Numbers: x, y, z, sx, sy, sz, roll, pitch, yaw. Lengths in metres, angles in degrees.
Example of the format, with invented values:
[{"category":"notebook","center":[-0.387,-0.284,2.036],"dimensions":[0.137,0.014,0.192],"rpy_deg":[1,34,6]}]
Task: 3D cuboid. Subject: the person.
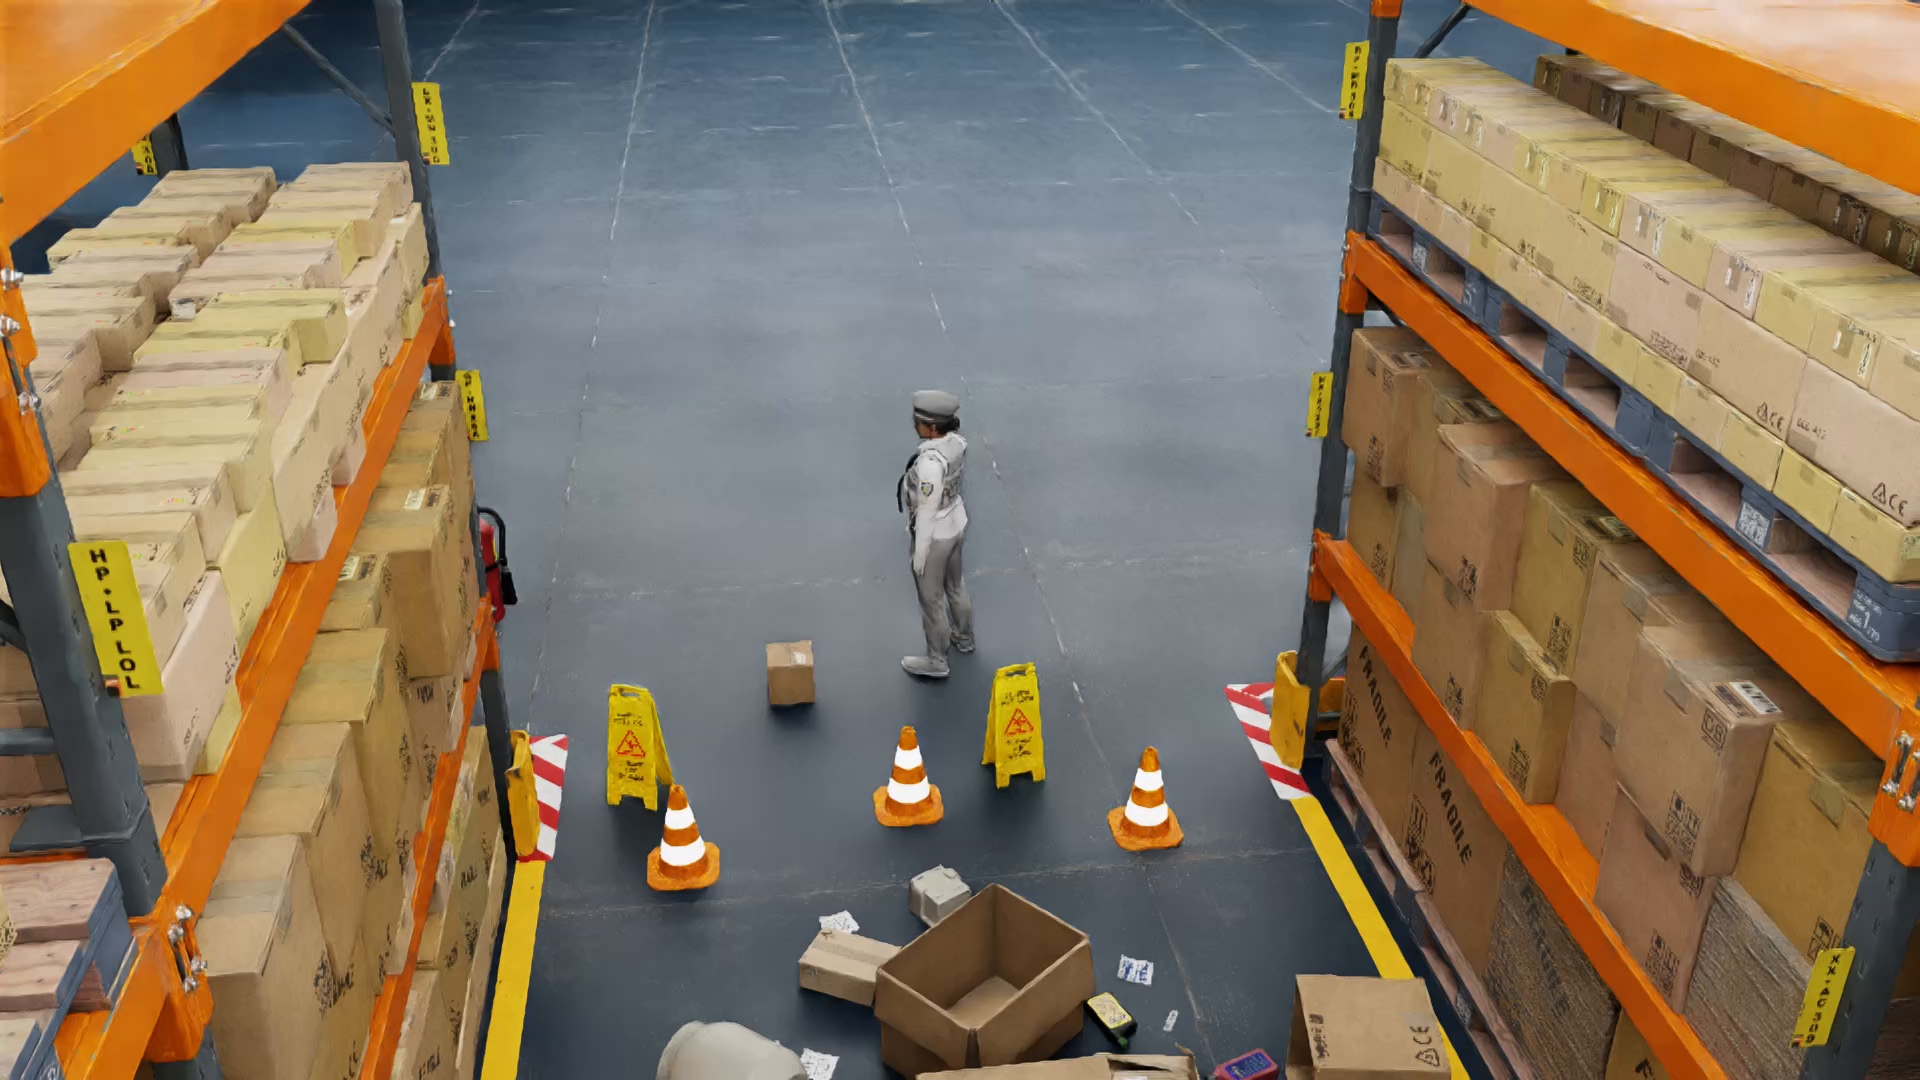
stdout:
[{"category":"person","center":[-0.108,-0.062,9.178],"dimensions":[0.340,1.671,0.658],"rpy_deg":[12,30,22]}]
